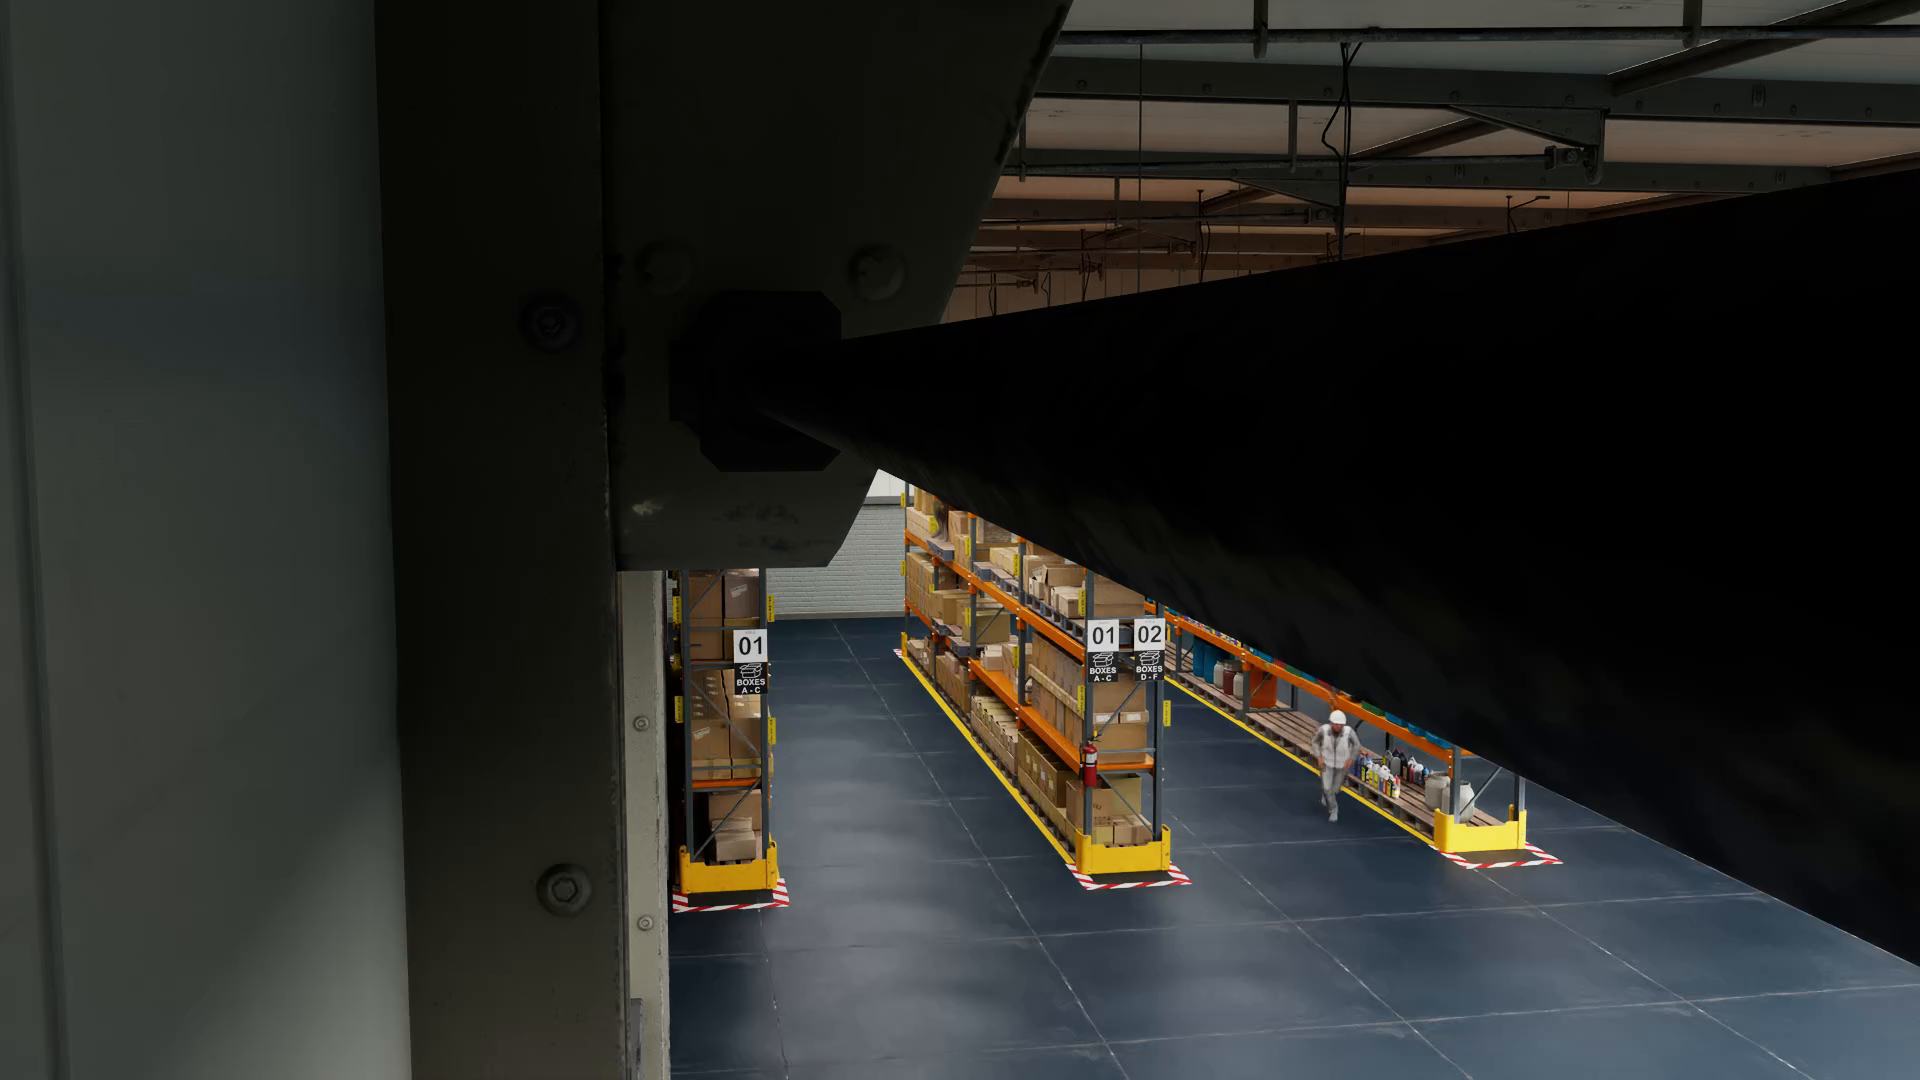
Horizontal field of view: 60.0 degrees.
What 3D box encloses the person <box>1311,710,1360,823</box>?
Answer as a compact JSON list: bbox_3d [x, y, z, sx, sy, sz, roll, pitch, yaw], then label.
[{"bbox_3d":[5.261,3.124,23.339,0.671,1.620,1.016,1,6,8],"label":"person"}]
